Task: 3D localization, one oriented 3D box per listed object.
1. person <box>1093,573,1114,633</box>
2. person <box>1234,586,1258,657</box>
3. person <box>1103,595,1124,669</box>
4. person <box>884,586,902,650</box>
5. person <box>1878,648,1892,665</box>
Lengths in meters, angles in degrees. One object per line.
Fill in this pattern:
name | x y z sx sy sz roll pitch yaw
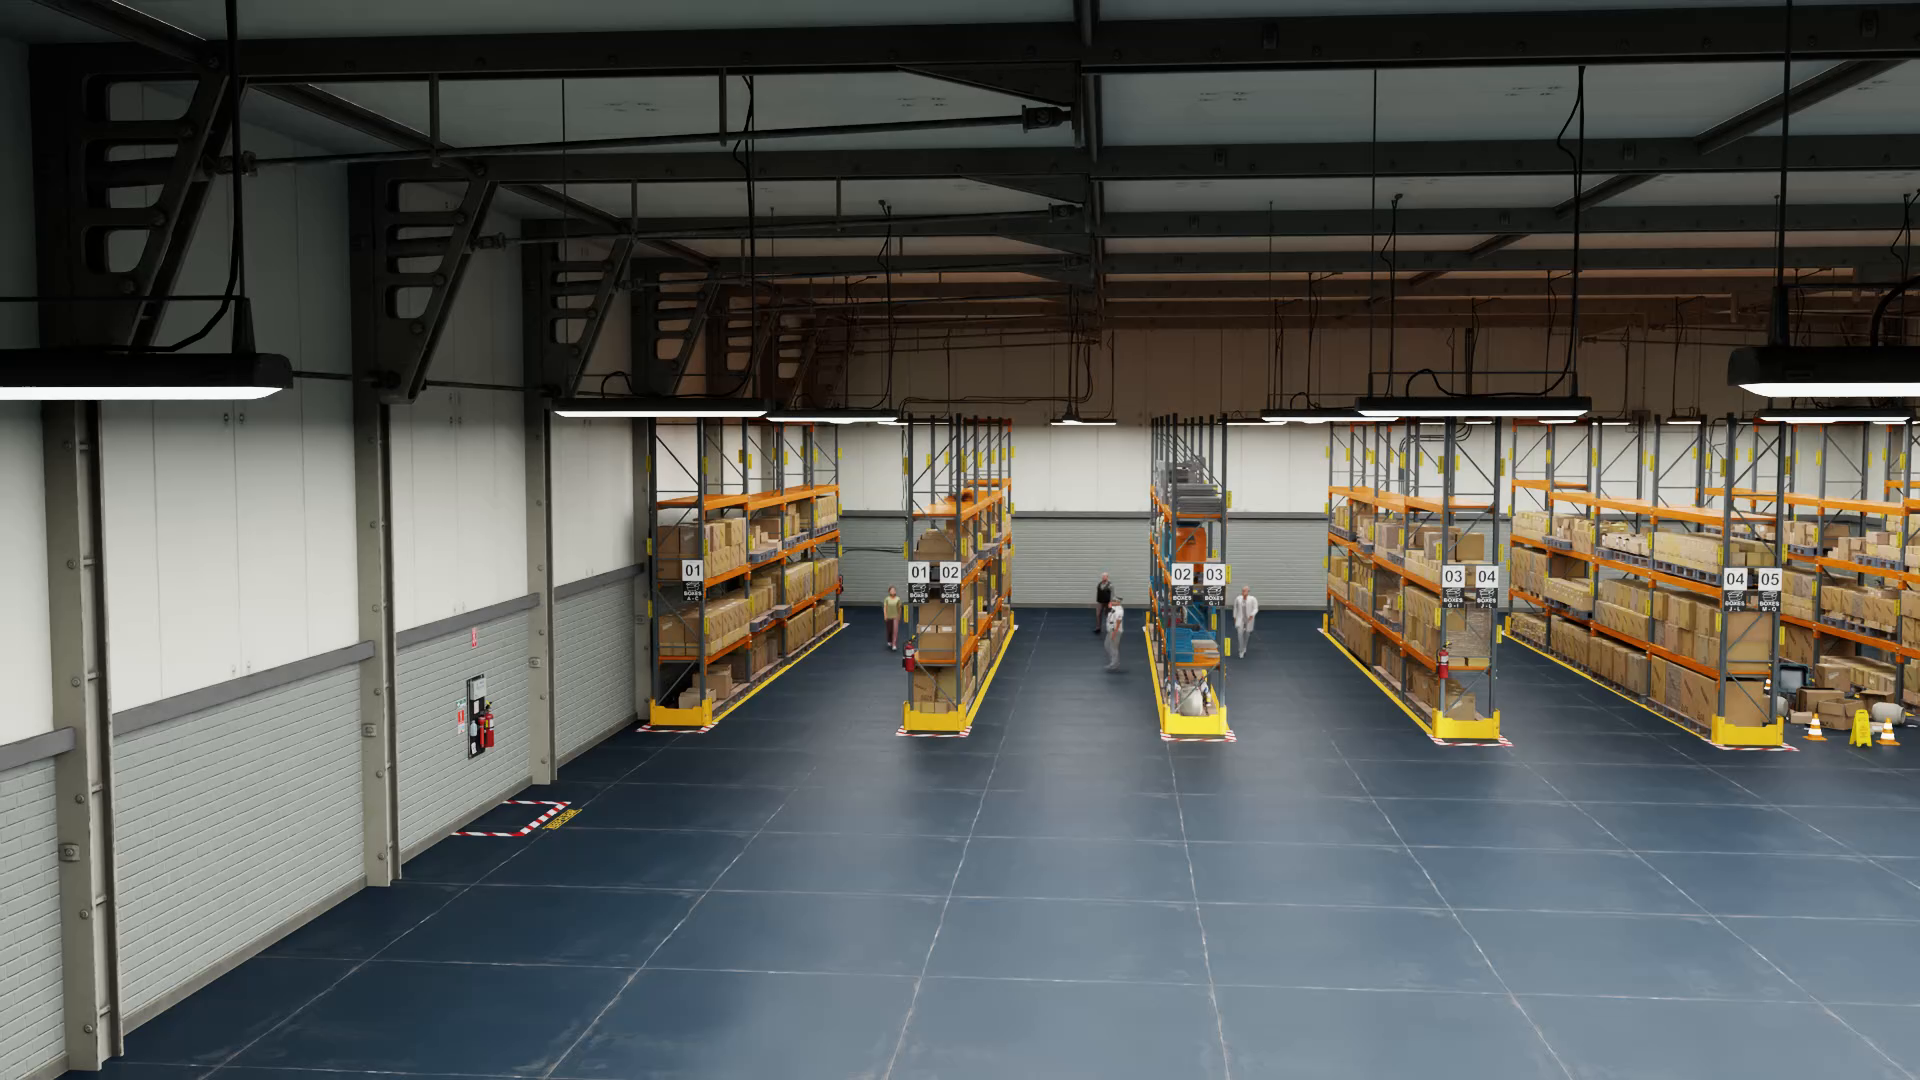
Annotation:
person | 4.040 1.761 46.515 0.600 1.679 0.985 2 4 26
person | 7.215 2.071 41.980 0.583 1.814 0.937 0 4 6
person | 3.648 2.212 39.605 0.476 1.813 0.620 0 4 -4
person | -1.746 2.013 43.069 0.464 1.624 0.978 0 4 -1
person | 22.109 2.187 39.852 0.454 1.731 0.567 2 4 28
